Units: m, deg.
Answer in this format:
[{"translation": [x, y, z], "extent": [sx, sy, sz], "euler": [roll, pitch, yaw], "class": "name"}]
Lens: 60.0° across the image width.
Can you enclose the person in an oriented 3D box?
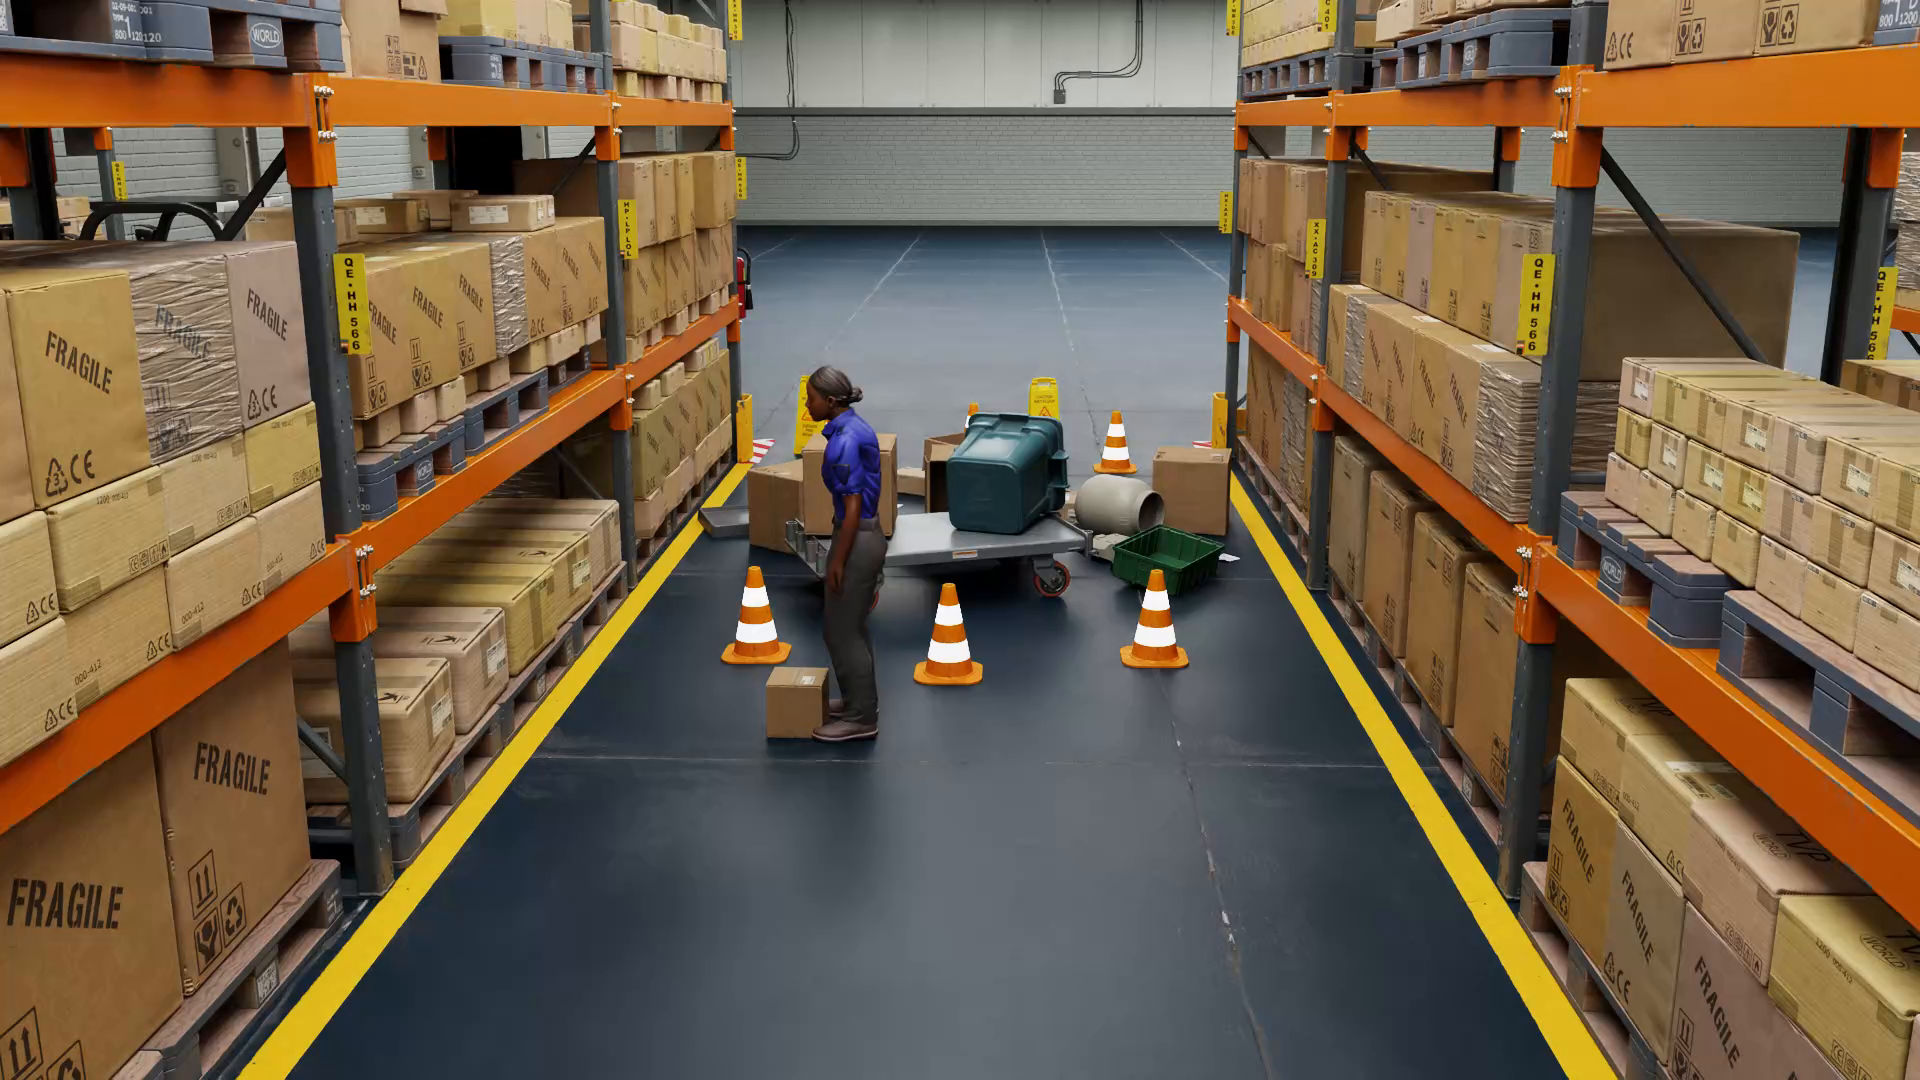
[{"translation": [-0.494, 0.048, 7.320], "extent": [0.349, 1.654, 0.504], "euler": [0, 14, 2], "class": "person"}]
